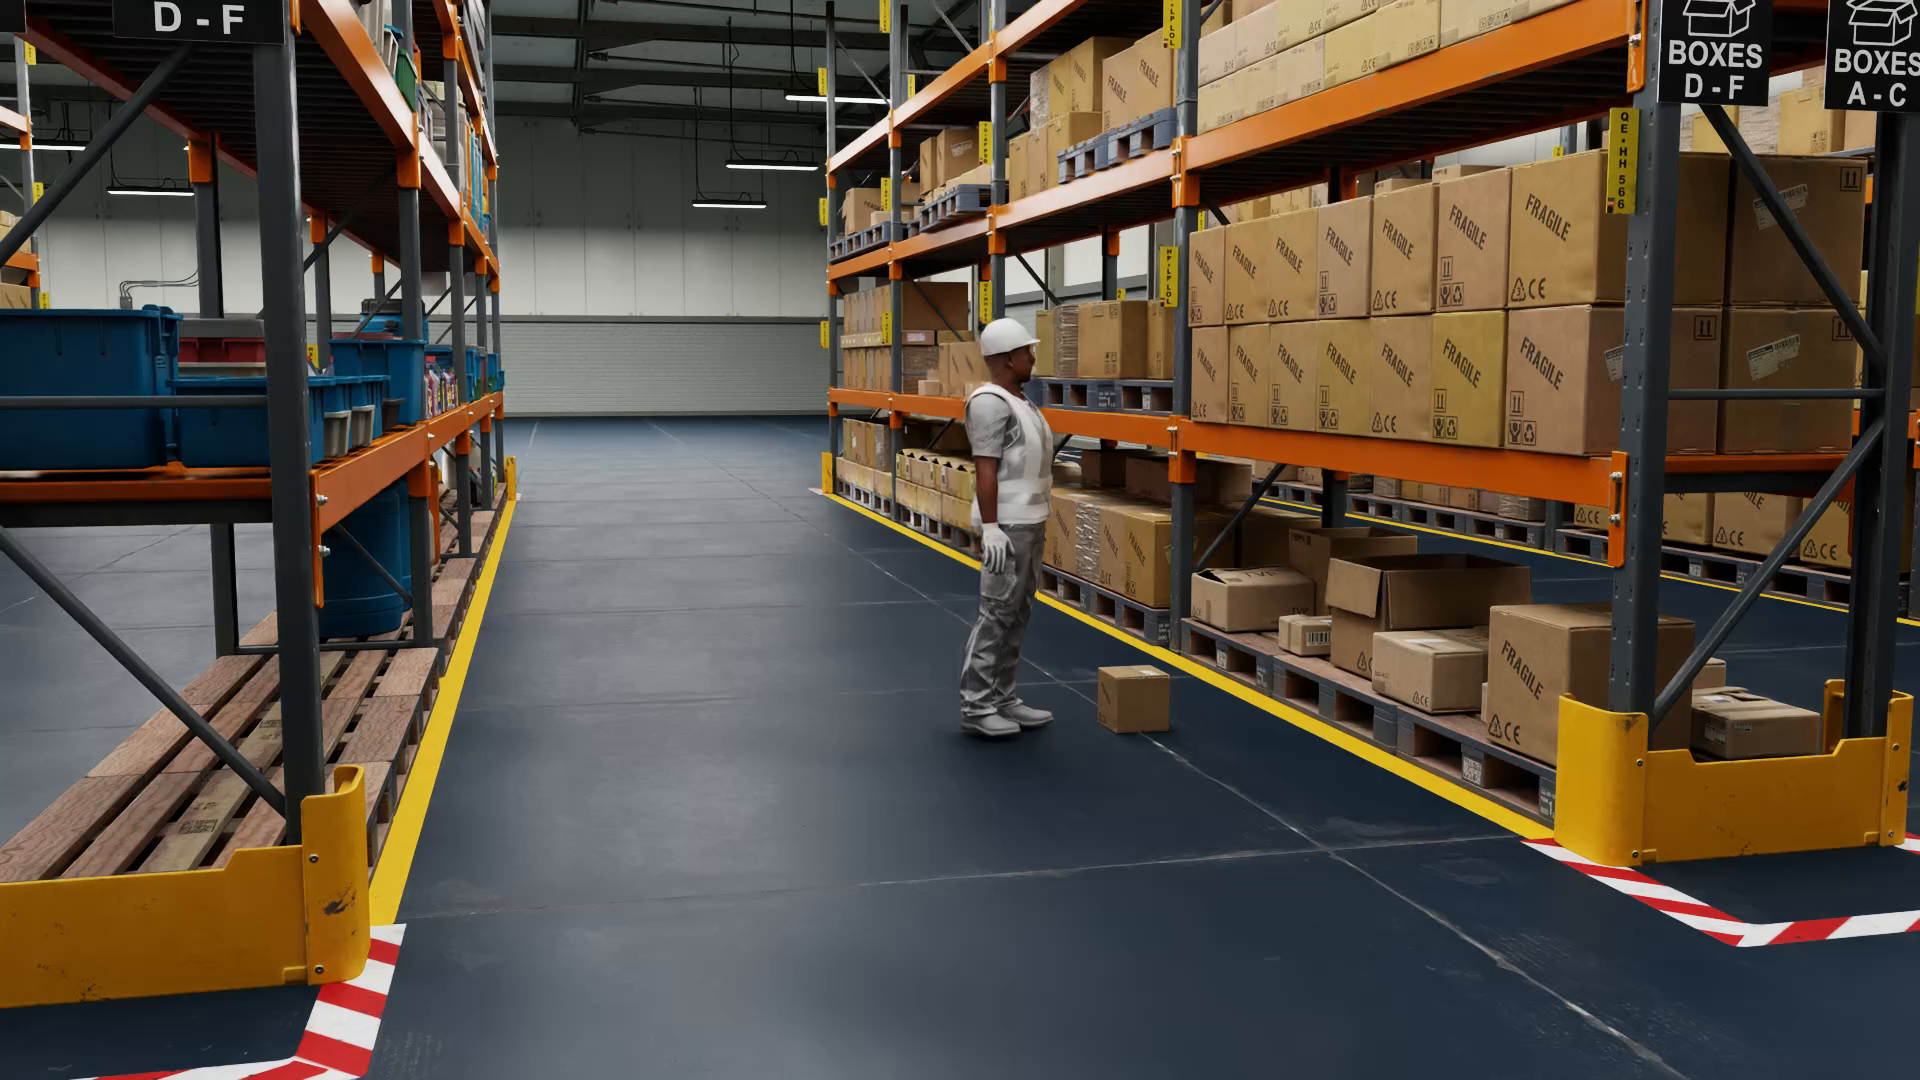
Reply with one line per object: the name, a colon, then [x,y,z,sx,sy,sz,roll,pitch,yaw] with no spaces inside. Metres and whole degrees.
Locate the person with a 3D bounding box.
person: [0.206,-0.062,7.206,0.381,1.783,0.575,2,6,14]
